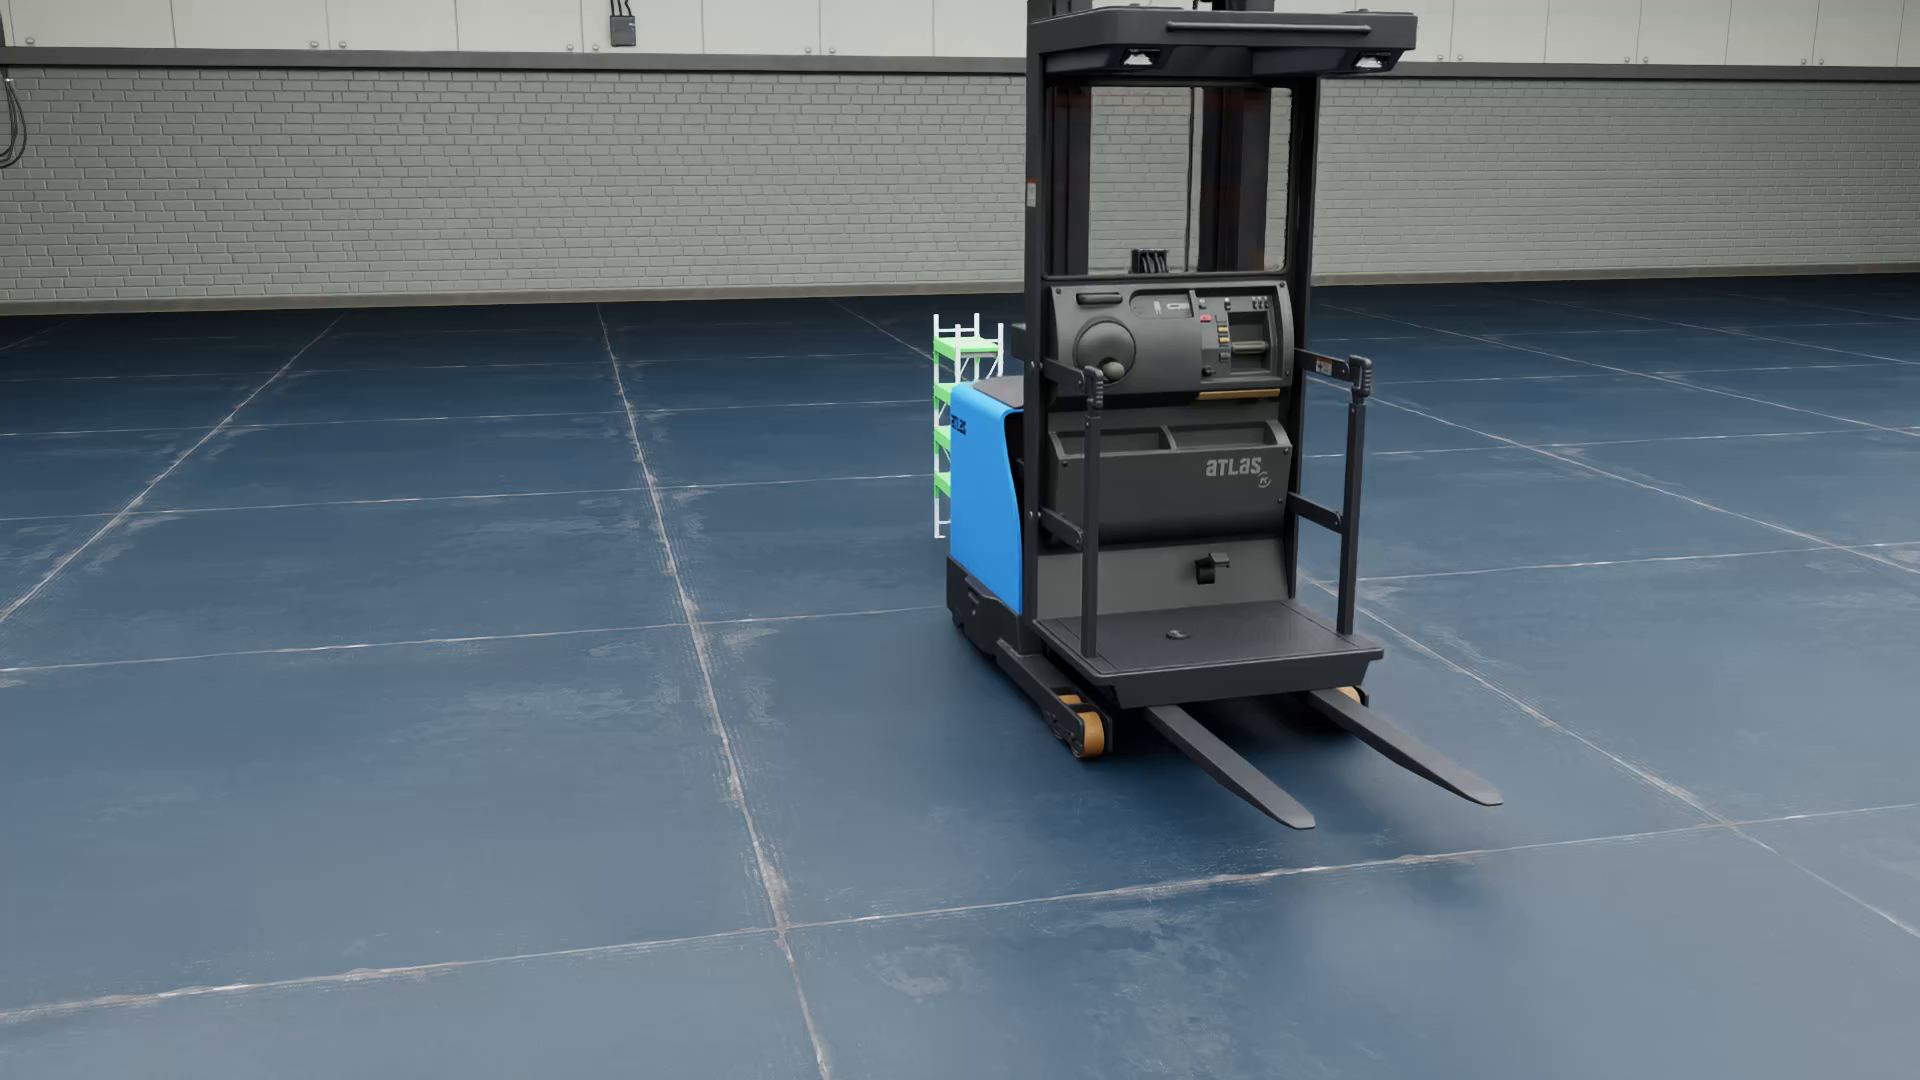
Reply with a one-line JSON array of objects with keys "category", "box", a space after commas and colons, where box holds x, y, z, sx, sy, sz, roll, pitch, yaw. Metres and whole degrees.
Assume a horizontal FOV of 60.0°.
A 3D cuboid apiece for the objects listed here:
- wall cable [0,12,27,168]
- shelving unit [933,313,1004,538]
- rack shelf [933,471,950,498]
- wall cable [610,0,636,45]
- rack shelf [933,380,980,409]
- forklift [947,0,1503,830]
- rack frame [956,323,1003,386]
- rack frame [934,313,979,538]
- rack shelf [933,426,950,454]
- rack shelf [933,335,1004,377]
[{"category": "wall cable", "box": [-12.477, -5.492, 18.988, 3.097, 2.526, 0.112, -3, 14, -13]}, {"category": "shelving unit", "box": [0.039, -0.545, 8.628, 0.258, 1.200, 0.503, -3, 14, -13]}, {"category": "rack shelf", "box": [0.039, -0.249, 8.700, 0.258, 0.148, 0.480, -3, 14, -13]}, {"category": "wall cable", "box": [-3.245, -9.178, 20.367, 2.305, 6.003, 0.169, -3, 14, -13]}, {"category": "rack shelf", "box": [0.039, -0.716, 8.587, 0.258, 0.148, 0.480, -3, 14, -13]}, {"category": "forklift", "box": [0.844, -0.764, 5.878, 1.130, 2.935, 3.031, -4, 14, -16]}, {"category": "rack frame", "box": [0.096, -0.488, 8.398, 0.240, 1.200, 0.015, -3, 14, -13]}, {"category": "rack frame", "box": [-0.018, -0.601, 8.859, 0.240, 1.200, 0.015, -3, 14, -13]}, {"category": "rack shelf", "box": [0.039, -0.483, 8.644, 0.258, 0.148, 0.480, -3, 14, -13]}, {"category": "rack shelf", "box": [0.039, -0.949, 8.530, 0.258, 0.148, 0.480, -3, 14, -13]}]
